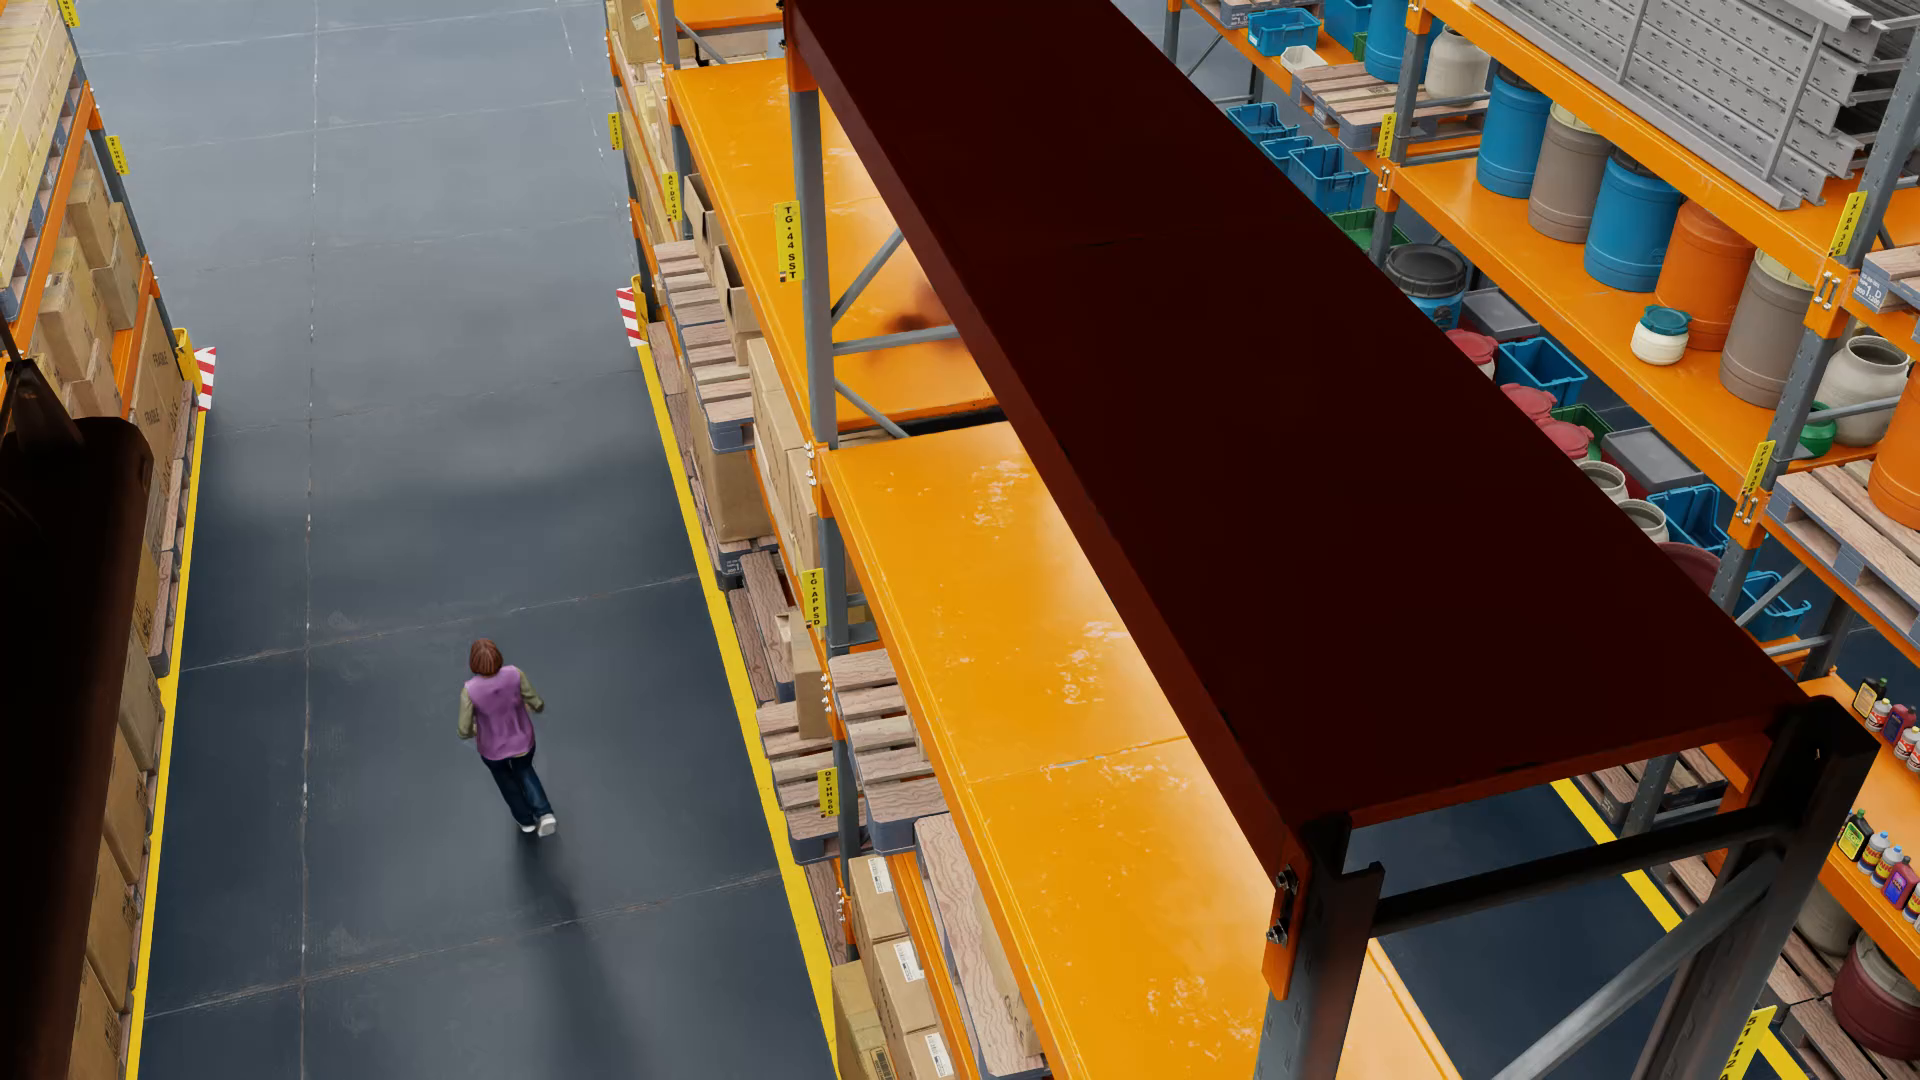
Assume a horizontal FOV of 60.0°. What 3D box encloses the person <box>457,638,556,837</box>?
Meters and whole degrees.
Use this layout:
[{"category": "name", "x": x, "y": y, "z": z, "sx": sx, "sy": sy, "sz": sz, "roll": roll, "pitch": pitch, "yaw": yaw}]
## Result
[{"category": "person", "x": -2.706, "y": 1.302, "z": 10.025, "sx": 0.522, "sy": 1.459, "sz": 0.598, "roll": -18, "pitch": 42, "yaw": -22}]
